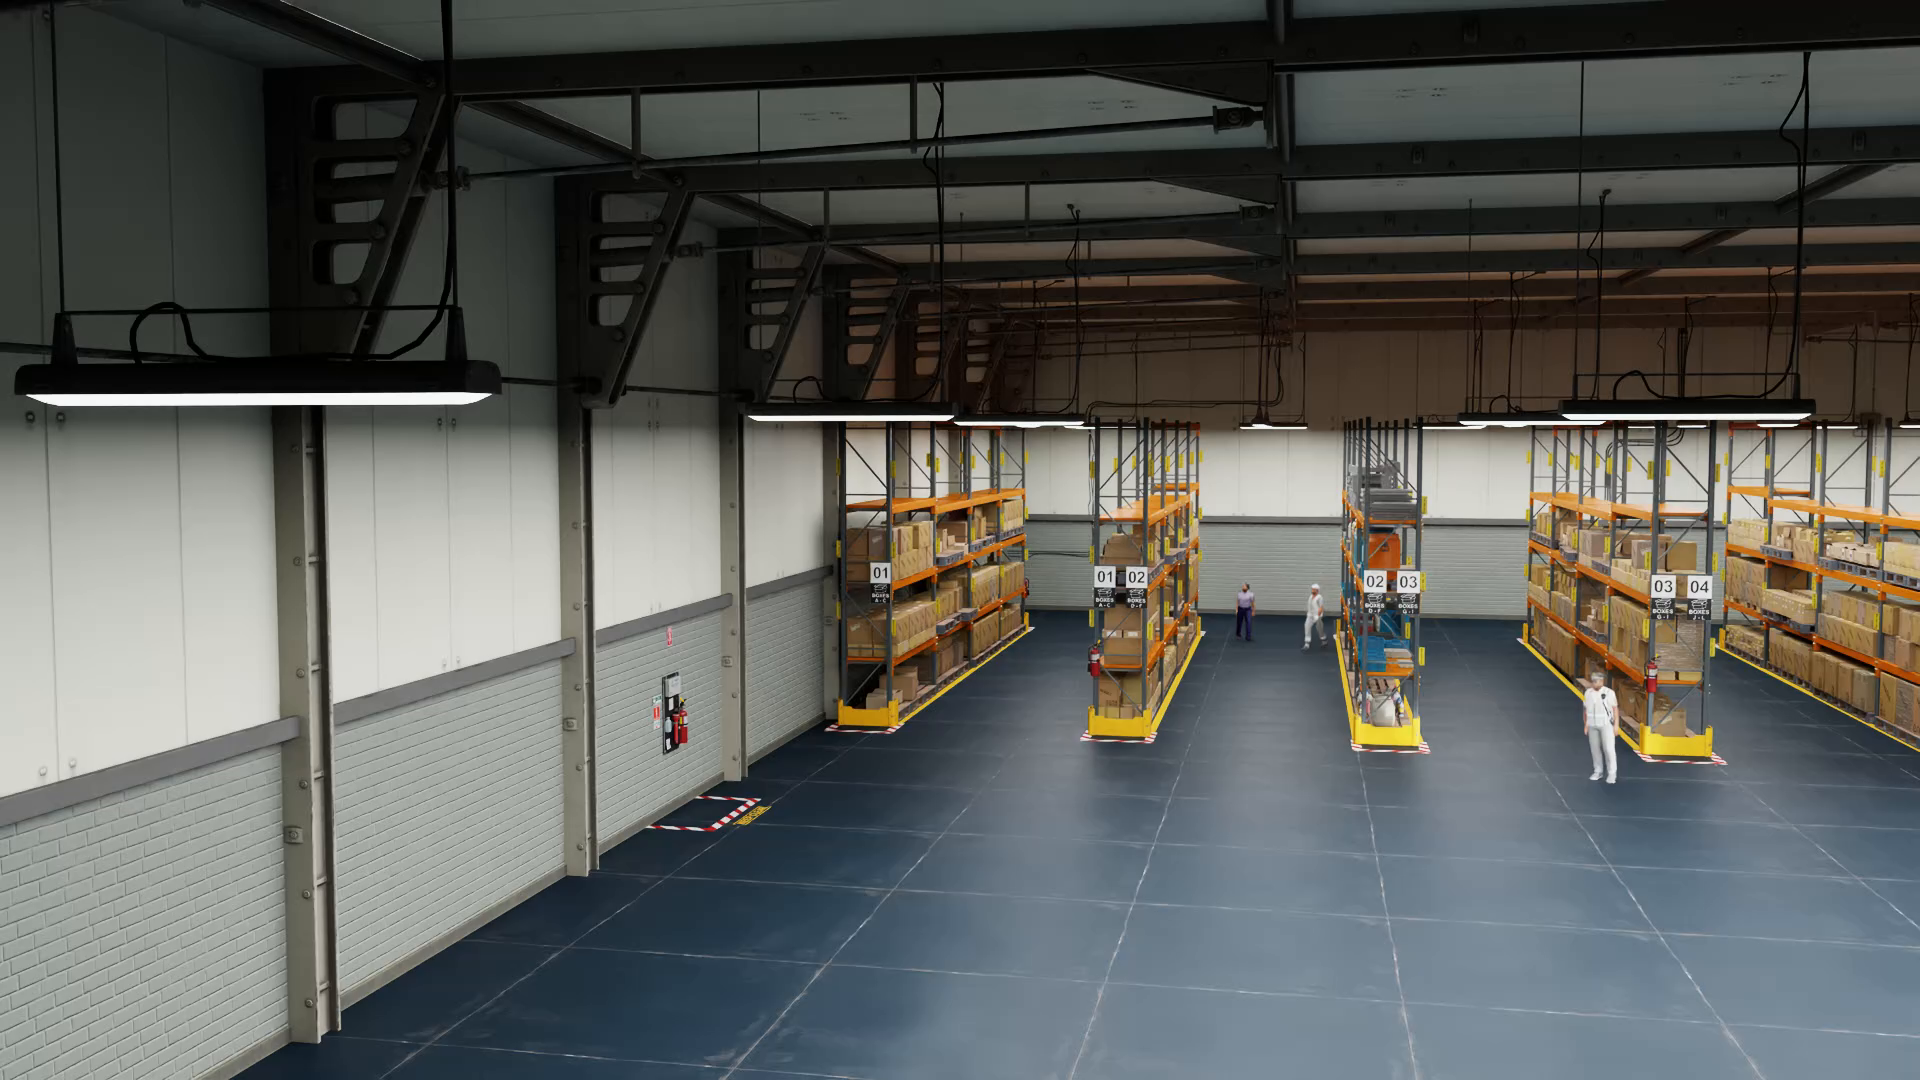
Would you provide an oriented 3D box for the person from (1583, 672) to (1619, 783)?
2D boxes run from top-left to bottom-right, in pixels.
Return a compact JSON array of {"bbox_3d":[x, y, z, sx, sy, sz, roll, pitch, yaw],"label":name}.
[{"bbox_3d":[10.546,3.081,27.411,0.601,1.813,0.415,4,5,45],"label":"person"}]

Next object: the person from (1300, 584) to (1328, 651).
[{"bbox_3d":[9.308,2.028,43.641,0.552,1.745,1.076,3,5,38],"label":"person"}]

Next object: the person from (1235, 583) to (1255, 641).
[{"bbox_3d":[7.827,1.972,45.690,0.538,1.588,0.976,0,4,2],"label":"person"}]
